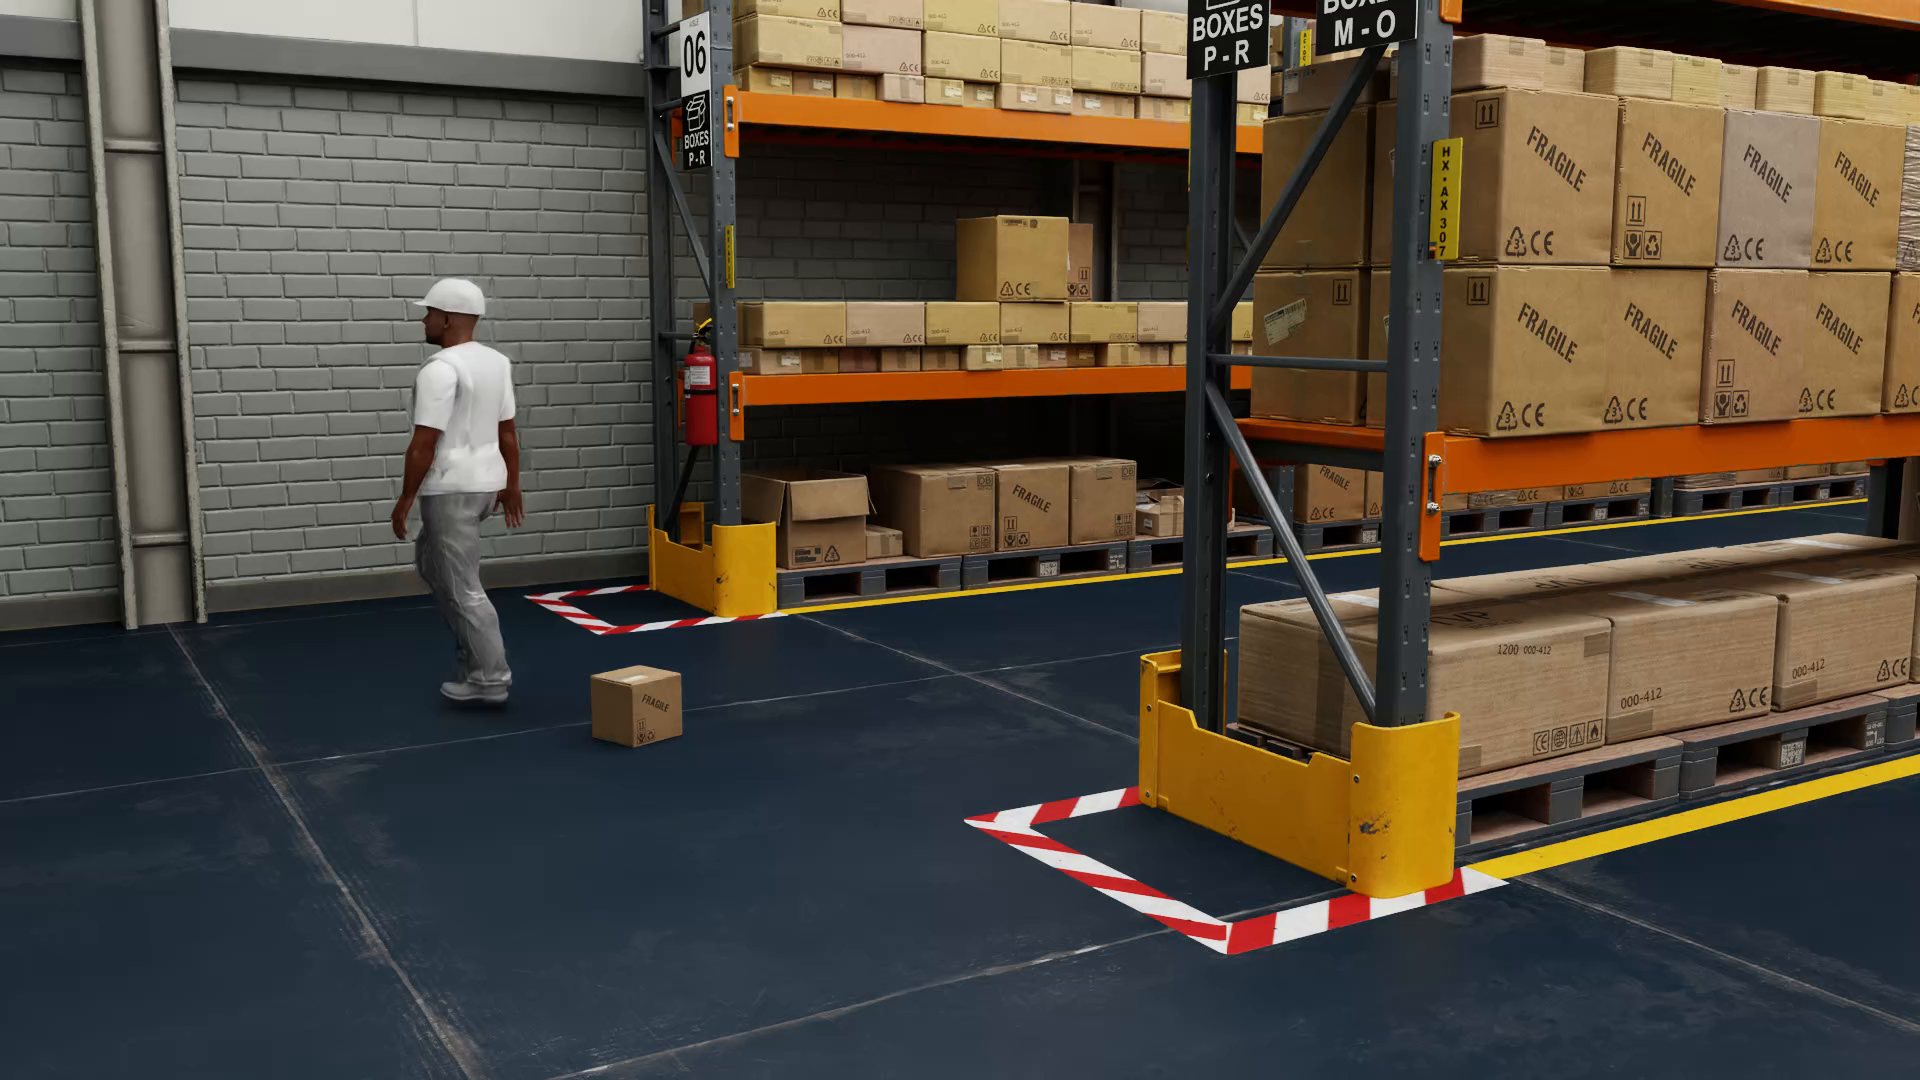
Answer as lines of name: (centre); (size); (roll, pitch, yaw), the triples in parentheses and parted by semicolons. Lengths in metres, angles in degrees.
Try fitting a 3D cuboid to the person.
person: (-2.121, -0.179, 6.965); (0.509, 1.810, 0.617); (2, 8, 11)
